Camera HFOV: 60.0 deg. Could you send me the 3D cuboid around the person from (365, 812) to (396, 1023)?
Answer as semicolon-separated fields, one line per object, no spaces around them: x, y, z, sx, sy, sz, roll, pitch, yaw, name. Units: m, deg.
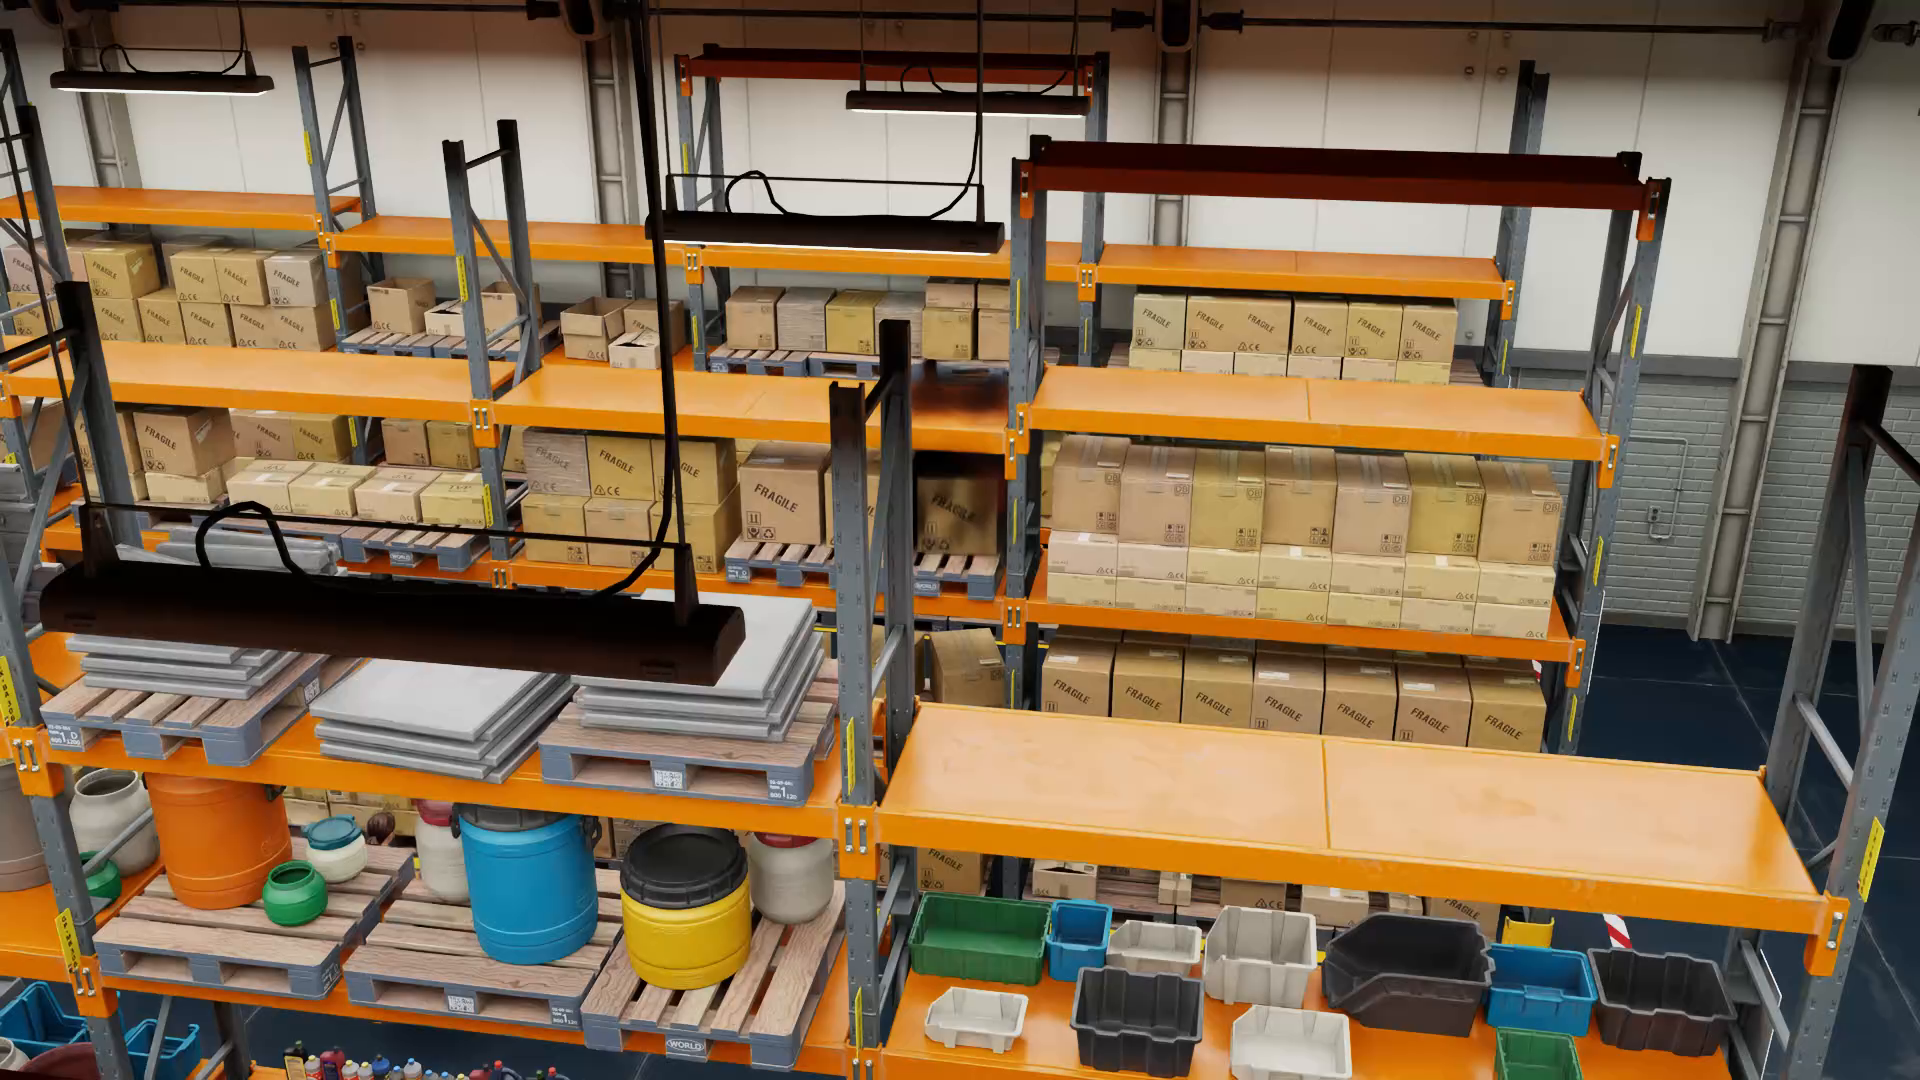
-3.965;2.635;11.670;0.482;1.677;0.416;-1;23;-3;person
